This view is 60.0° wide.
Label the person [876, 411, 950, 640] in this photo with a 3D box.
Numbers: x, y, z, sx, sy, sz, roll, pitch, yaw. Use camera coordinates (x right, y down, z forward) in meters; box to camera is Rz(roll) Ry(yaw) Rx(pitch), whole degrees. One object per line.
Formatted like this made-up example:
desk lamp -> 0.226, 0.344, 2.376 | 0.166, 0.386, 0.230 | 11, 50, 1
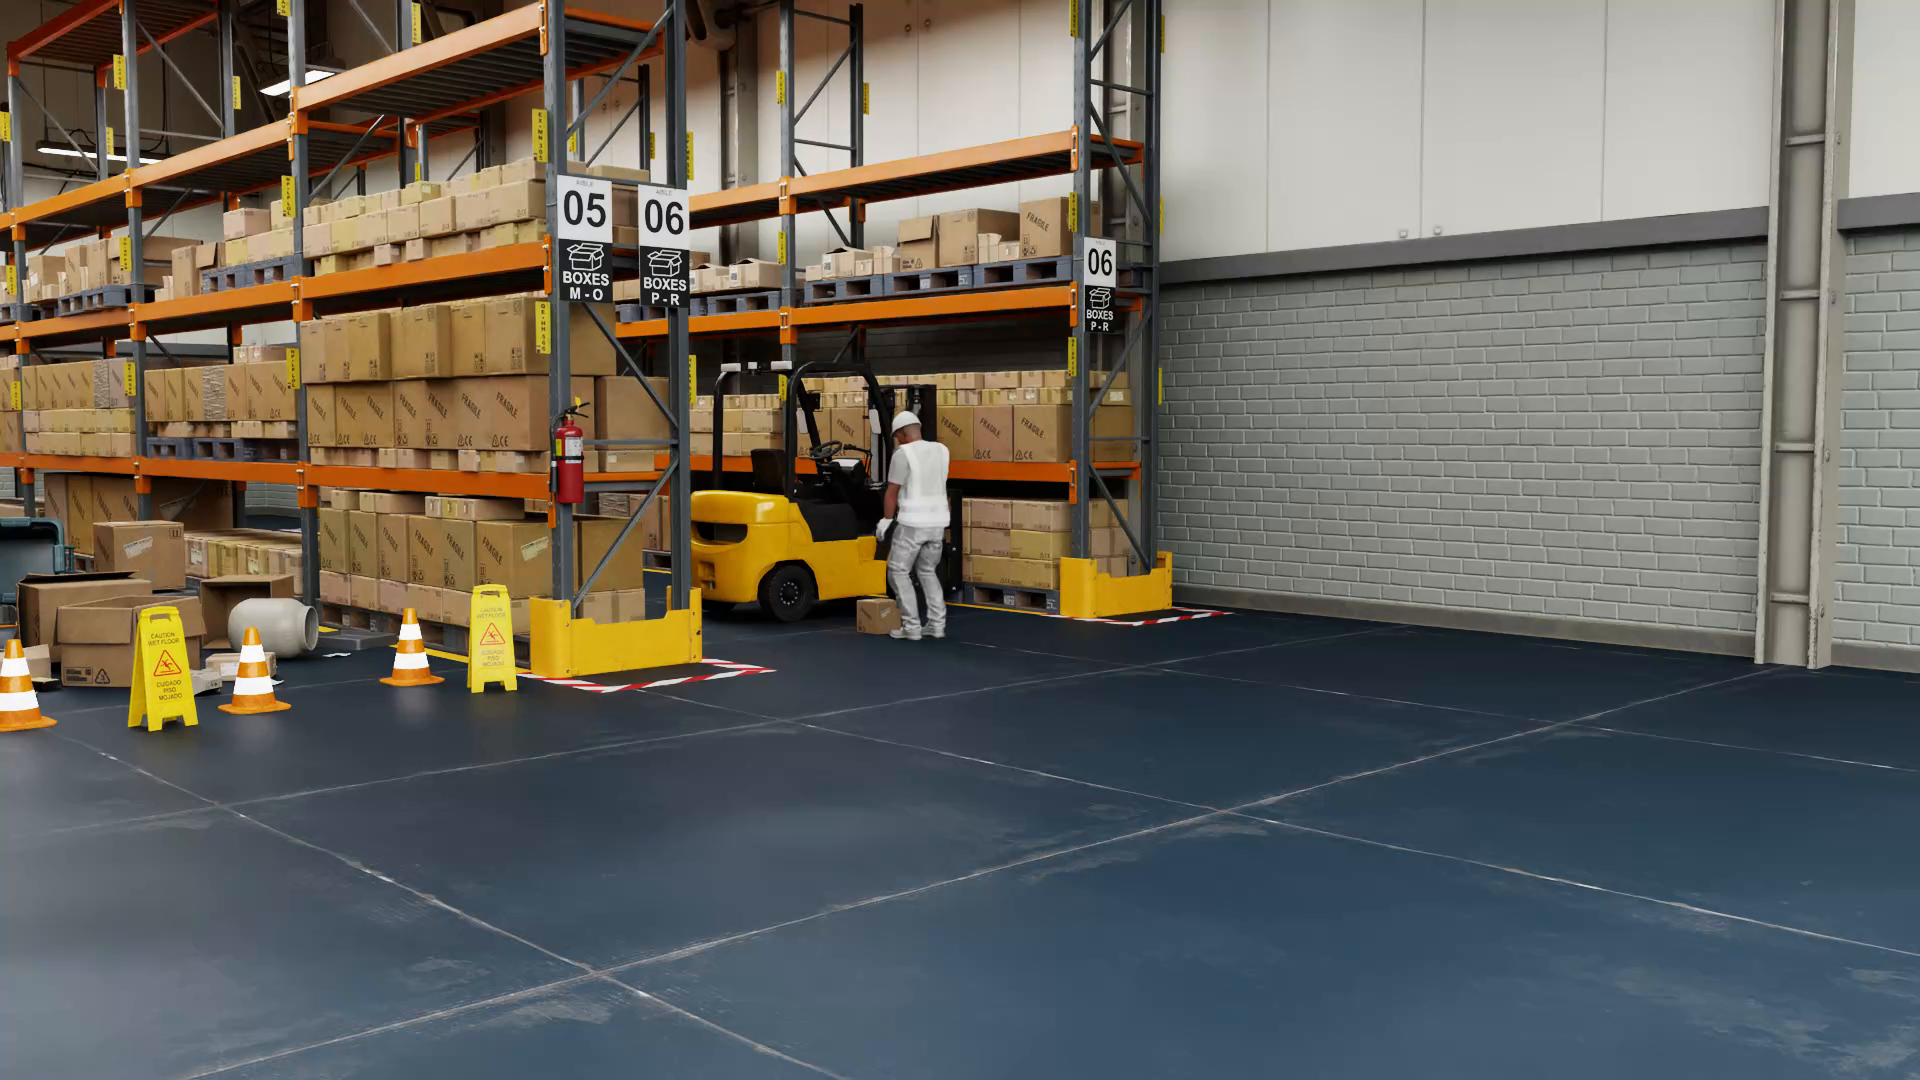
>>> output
person -> -0.343, -0.114, 12.664 | 0.573, 1.732, 0.458 | -4, 5, -42
